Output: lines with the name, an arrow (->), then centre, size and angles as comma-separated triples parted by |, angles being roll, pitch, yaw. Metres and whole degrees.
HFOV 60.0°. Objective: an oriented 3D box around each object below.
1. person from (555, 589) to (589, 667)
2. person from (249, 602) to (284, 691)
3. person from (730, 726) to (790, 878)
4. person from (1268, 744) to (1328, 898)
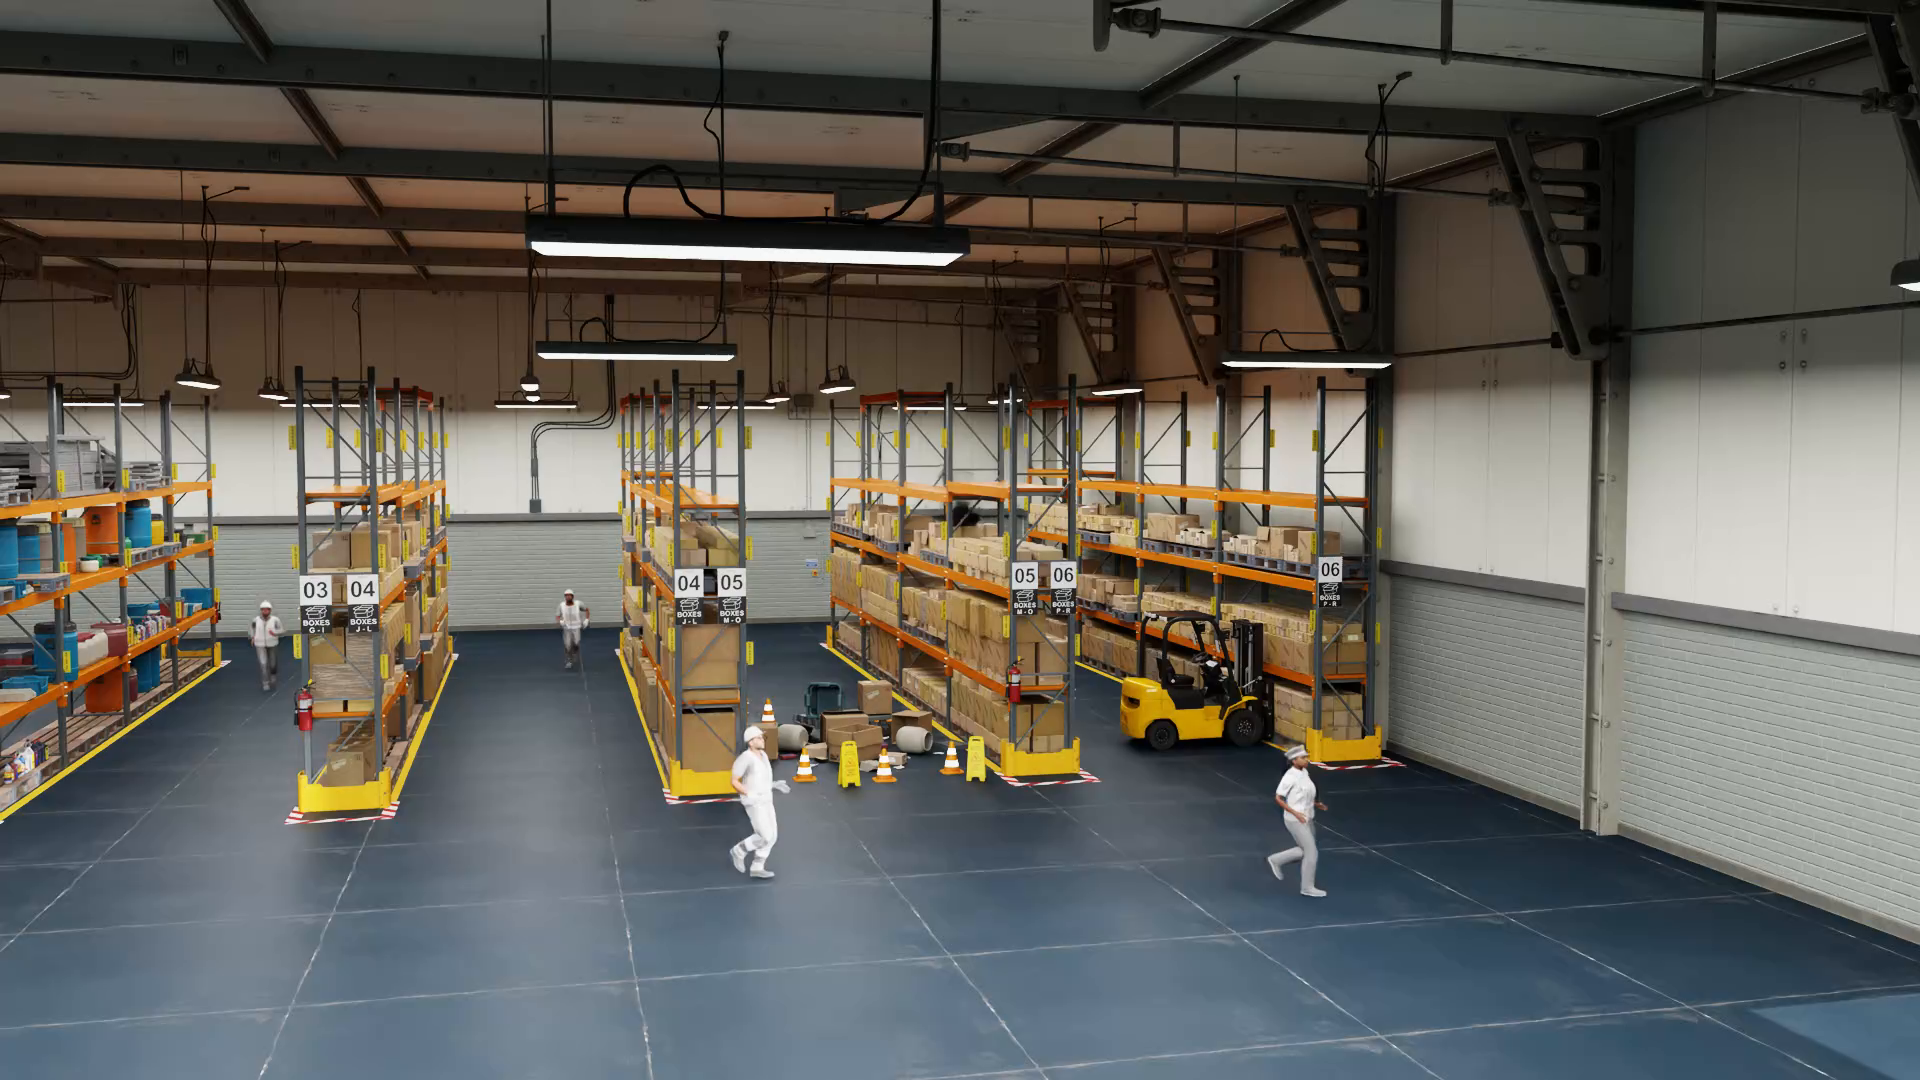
person -> -8.521, 1.951, 36.521 | 0.722, 1.733, 0.706 | -1, 3, -10
person -> -13.923, 2.111, 33.406 | 0.659, 1.755, 0.914 | -1, 4, -20
person -> -2.311, 2.997, 18.999 | 0.613, 1.739, 0.652 | 1, 4, 22
person -> 3.716, 3.074, 18.355 | 0.720, 1.660, 0.584 | 2, 4, 35
